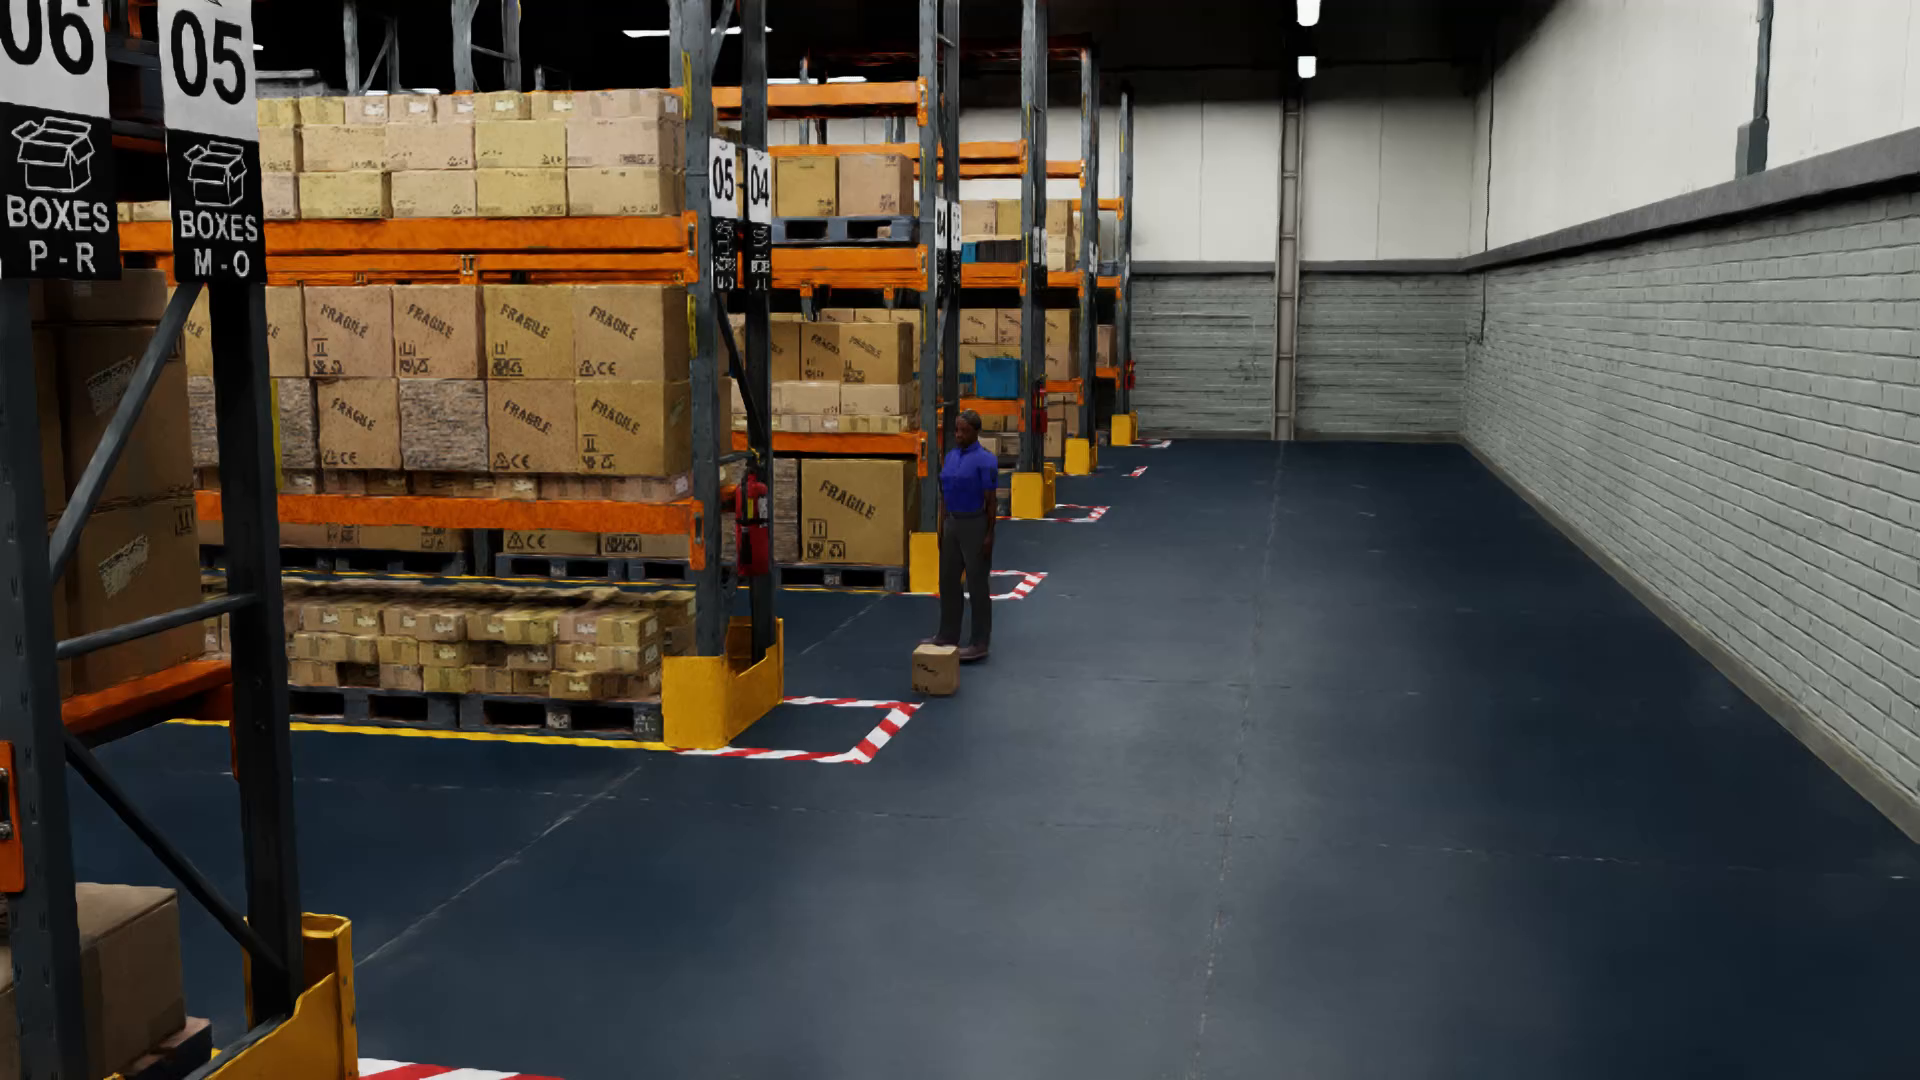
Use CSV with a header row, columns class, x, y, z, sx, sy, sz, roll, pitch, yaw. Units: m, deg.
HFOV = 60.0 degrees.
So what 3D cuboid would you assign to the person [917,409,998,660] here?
class,x,y,z,sx,sy,sz,roll,pitch,yaw
person,-0.036,-0.053,11.131,0.649,1.660,0.335,8,11,44
